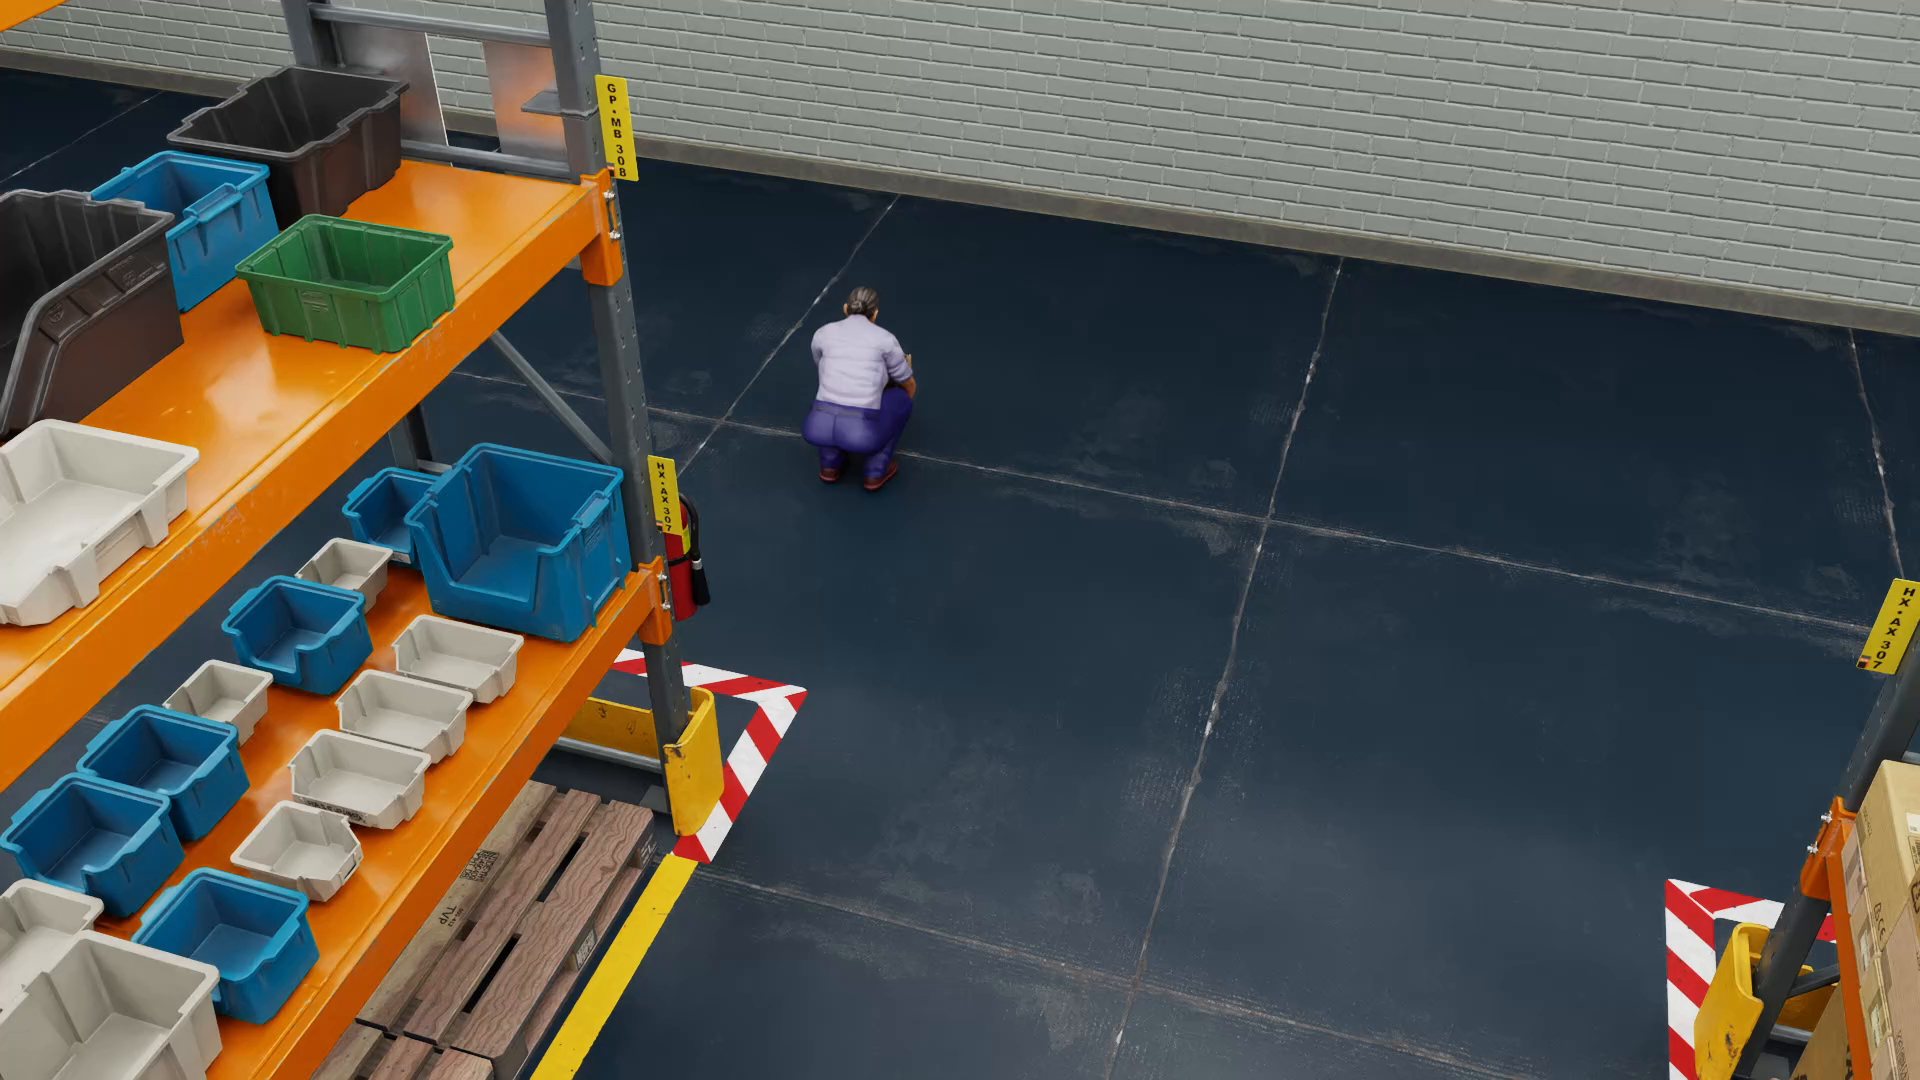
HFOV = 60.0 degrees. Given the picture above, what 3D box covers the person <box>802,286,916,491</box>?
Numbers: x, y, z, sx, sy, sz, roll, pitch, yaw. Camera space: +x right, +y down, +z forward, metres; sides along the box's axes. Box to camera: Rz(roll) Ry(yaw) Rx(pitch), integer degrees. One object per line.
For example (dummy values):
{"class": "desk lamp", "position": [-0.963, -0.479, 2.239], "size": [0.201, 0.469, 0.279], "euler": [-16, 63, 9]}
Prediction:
{"class": "person", "position": [-0.535, -0.756, 8.504], "size": [0.532, 0.923, 0.810], "euler": [11, 39, 14]}
